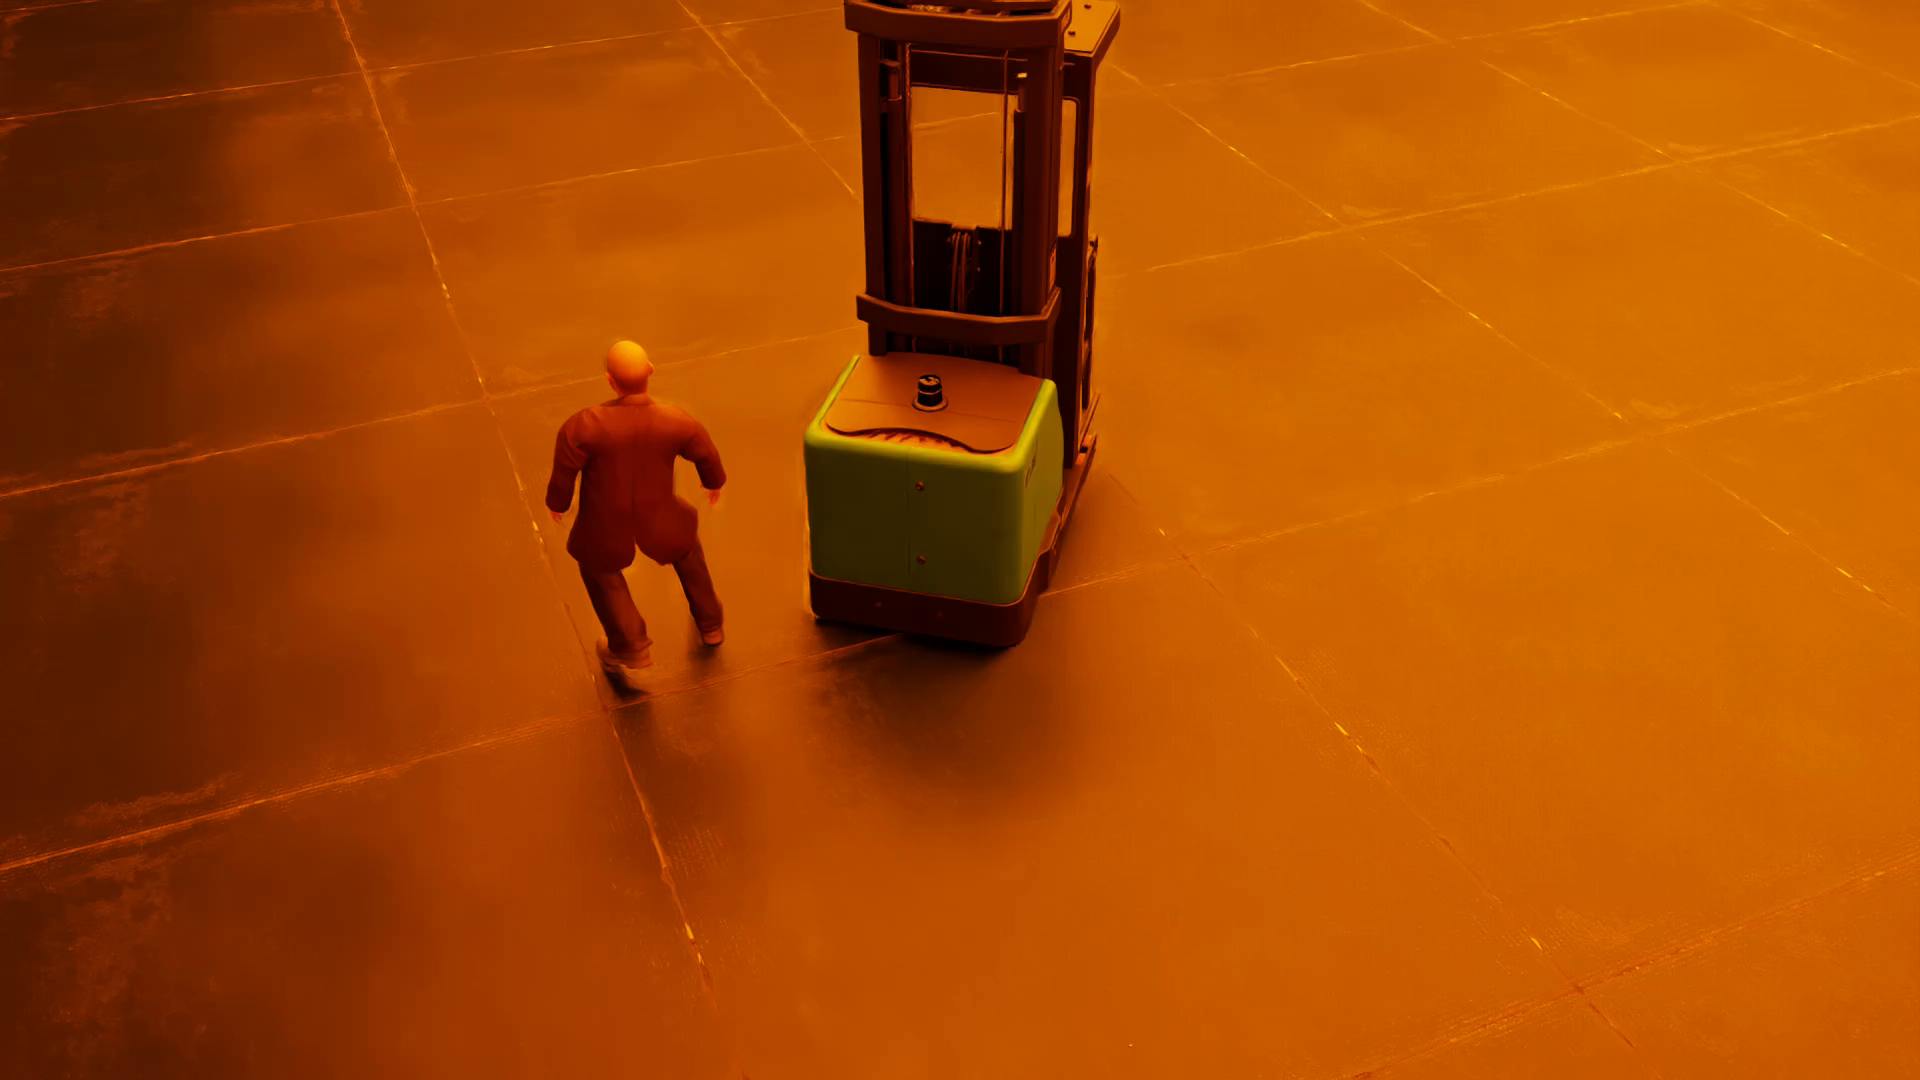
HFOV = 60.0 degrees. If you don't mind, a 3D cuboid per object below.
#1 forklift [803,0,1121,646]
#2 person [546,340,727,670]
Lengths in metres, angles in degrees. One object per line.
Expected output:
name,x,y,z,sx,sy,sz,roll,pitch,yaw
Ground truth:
forklift,0.135,-1.548,8.276,1.130,2.935,3.031,8,36,12
person,-1.421,-0.184,7.375,0.806,1.690,0.596,-11,37,-15
